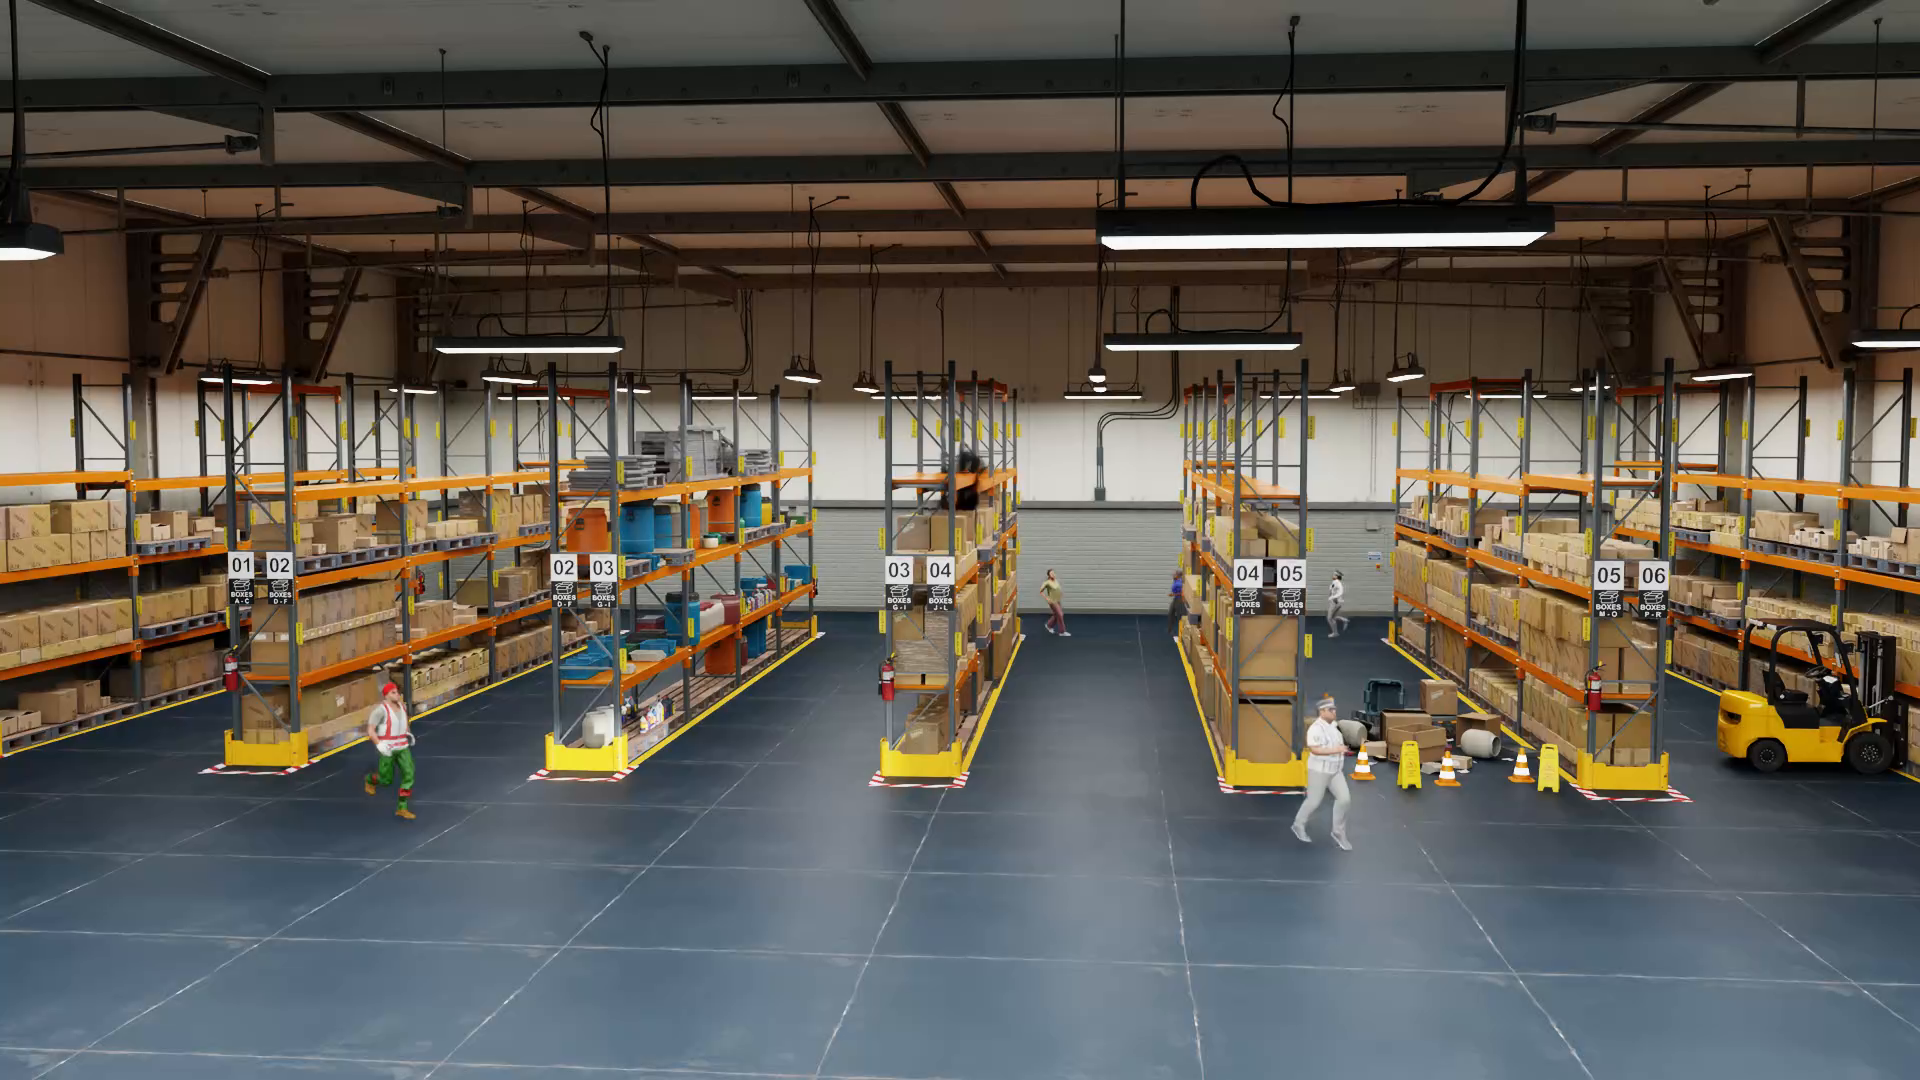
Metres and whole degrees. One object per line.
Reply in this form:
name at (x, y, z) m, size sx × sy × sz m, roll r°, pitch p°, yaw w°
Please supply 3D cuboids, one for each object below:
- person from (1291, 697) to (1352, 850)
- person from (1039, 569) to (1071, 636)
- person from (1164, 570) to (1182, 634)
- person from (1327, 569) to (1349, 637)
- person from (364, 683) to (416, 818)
person at (4.373, 2.803, 20.018) m, size 0.678 × 1.857 × 0.811 m, roll -3°, pitch 5°, yaw -41°
person at (2.273, 1.516, 40.432) m, size 0.632 × 1.630 × 0.829 m, roll -4°, pitch 5°, yaw -45°
person at (5.407, 1.648, 40.728) m, size 0.786 × 1.485 × 0.707 m, roll 0°, pitch 4°, yaw -3°
person at (9.178, 1.530, 40.410) m, size 0.550 × 1.663 × 0.658 m, roll 1°, pitch 4°, yaw 8°
person at (-7.417, 2.725, 21.682) m, size 0.869 × 1.744 × 0.654 m, roll 3°, pitch 5°, yaw 38°
